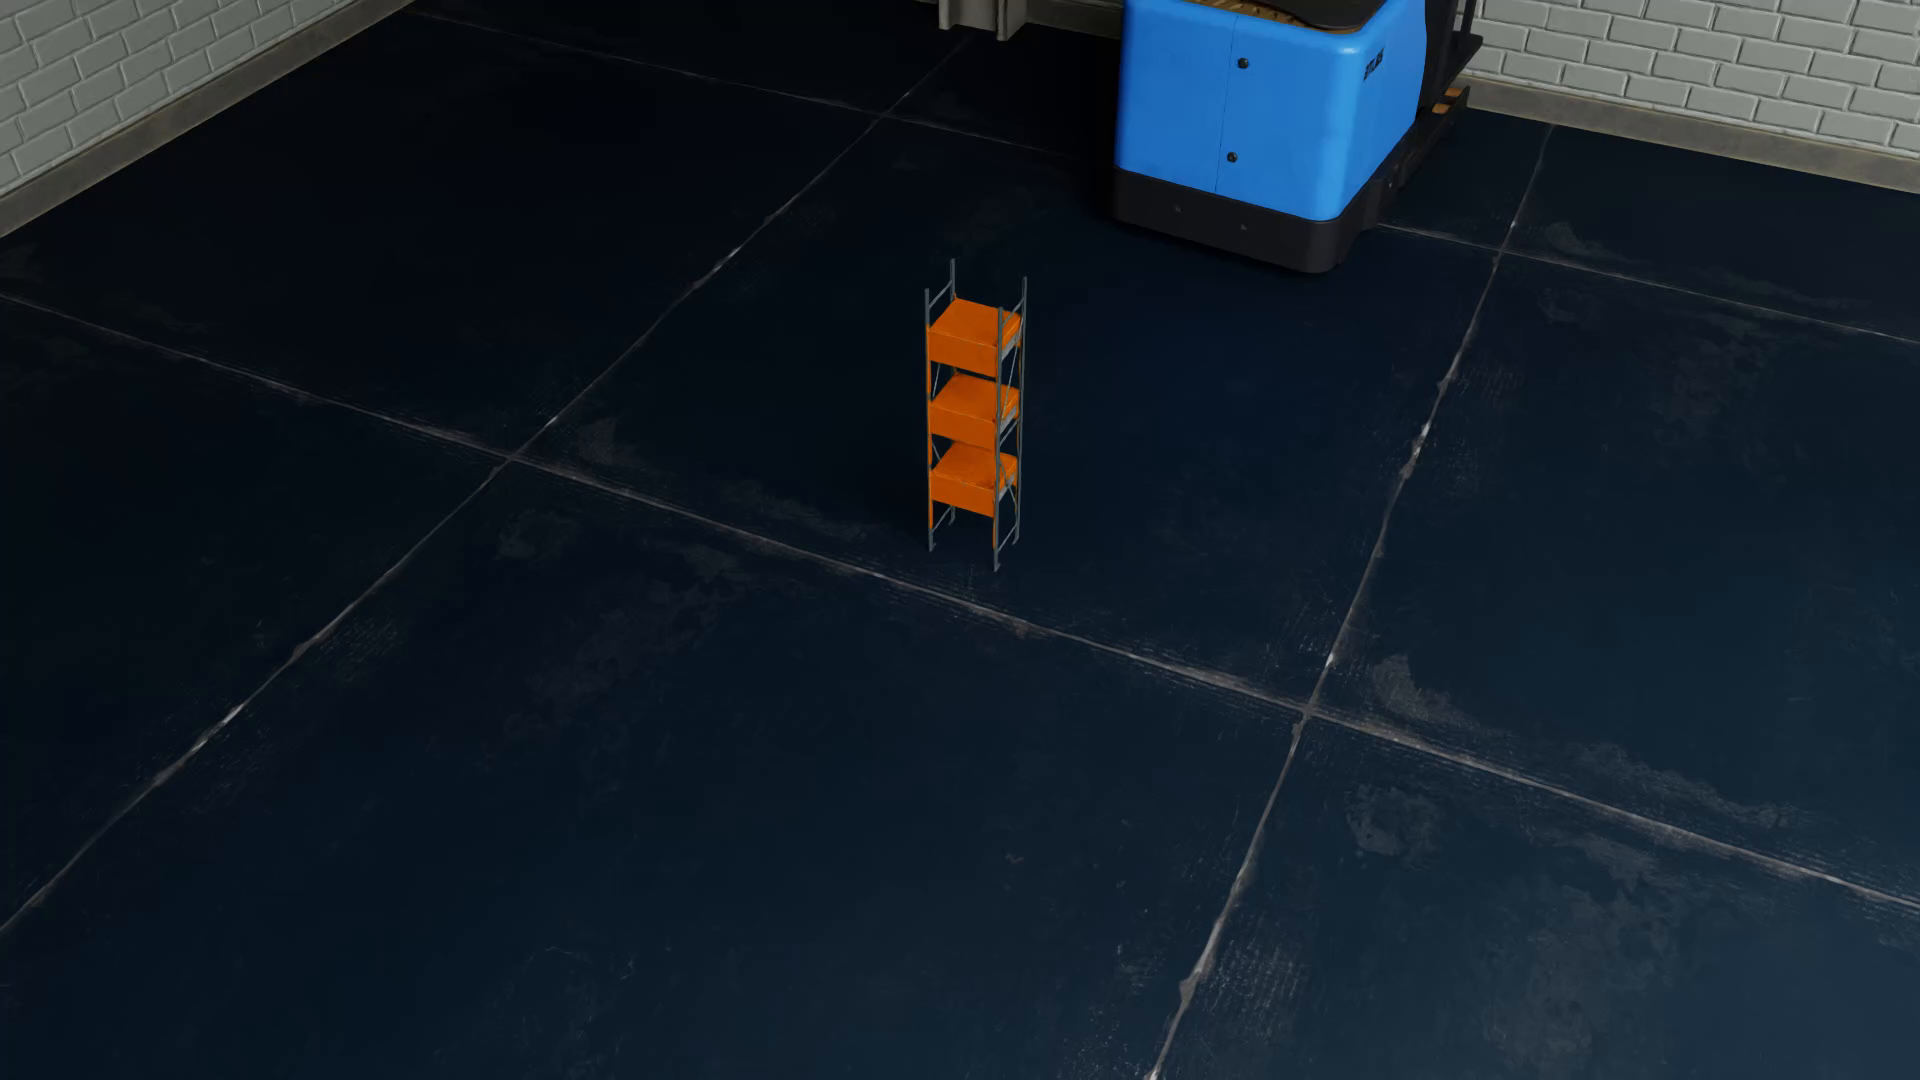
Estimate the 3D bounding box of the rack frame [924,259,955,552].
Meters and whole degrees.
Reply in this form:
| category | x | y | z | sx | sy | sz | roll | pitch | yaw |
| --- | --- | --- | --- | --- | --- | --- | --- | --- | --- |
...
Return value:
| category | x | y | z | sx | sy | sz | roll | pitch | yaw |
| --- | --- | --- | --- | --- | --- | --- | --- | --- | --- |
| rack frame | -0.062 | -0.416 | 5.428 | 0.008 | 1.050 | 0.200 | 17 | 44 | 19 |

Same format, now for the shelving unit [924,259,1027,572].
| category | x | y | z | sx | sy | sz | roll | pitch | yaw |
| --- | --- | --- | --- | --- | --- | --- | --- | --- | --- |
| shelving unit | 0.048 | -0.382 | 5.389 | 0.252 | 1.050 | 0.215 | 17 | 44 | 19 |

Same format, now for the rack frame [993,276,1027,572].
| category | x | y | z | sx | sy | sz | roll | pitch | yaw |
| --- | --- | --- | --- | --- | --- | --- | --- | --- | --- |
| rack frame | 0.159 | -0.348 | 5.350 | 0.008 | 1.050 | 0.200 | 17 | 44 | 19 |

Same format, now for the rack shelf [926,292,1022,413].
| category | x | y | z | sx | sy | sz | roll | pitch | yaw |
| --- | --- | --- | --- | --- | --- | --- | --- | --- | --- |
| rack shelf | 0.048 | -0.588 | 5.210 | 0.240 | 0.259 | 0.215 | 17 | 44 | 19 |

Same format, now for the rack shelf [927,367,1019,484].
| category | x | y | z | sx | sy | sz | roll | pitch | yaw |
| --- | --- | --- | --- | --- | --- | --- | --- | --- | --- |
| rack shelf | 0.048 | -0.374 | 5.396 | 0.240 | 0.259 | 0.215 | 17 | 44 | 19 |

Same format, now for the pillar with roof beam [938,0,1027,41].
| category | x | y | z | sx | sy | sz | roll | pitch | yaw |
| --- | --- | --- | --- | --- | --- | --- | --- | --- | --- |
| pillar with roof beam | -1.694 | -3.628 | 3.065 | 0.400 | 9.000 | 9.100 | 17 | 44 | 19 |

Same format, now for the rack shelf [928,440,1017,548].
| category | x | y | z | sx | sy | sz | roll | pitch | yaw |
| --- | --- | --- | --- | --- | --- | --- | --- | --- | --- |
| rack shelf | 0.048 | -0.164 | 5.578 | 0.240 | 0.259 | 0.215 | 17 | 44 | 19 |

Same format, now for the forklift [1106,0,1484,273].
| category | x | y | z | sx | sy | sz | roll | pitch | yaw |
| --- | --- | --- | --- | --- | --- | --- | --- | --- | --- |
| forklift | 1.815 | -3.167 | 7.166 | 1.130 | 2.935 | 3.031 | 21 | 45 | 22 |
